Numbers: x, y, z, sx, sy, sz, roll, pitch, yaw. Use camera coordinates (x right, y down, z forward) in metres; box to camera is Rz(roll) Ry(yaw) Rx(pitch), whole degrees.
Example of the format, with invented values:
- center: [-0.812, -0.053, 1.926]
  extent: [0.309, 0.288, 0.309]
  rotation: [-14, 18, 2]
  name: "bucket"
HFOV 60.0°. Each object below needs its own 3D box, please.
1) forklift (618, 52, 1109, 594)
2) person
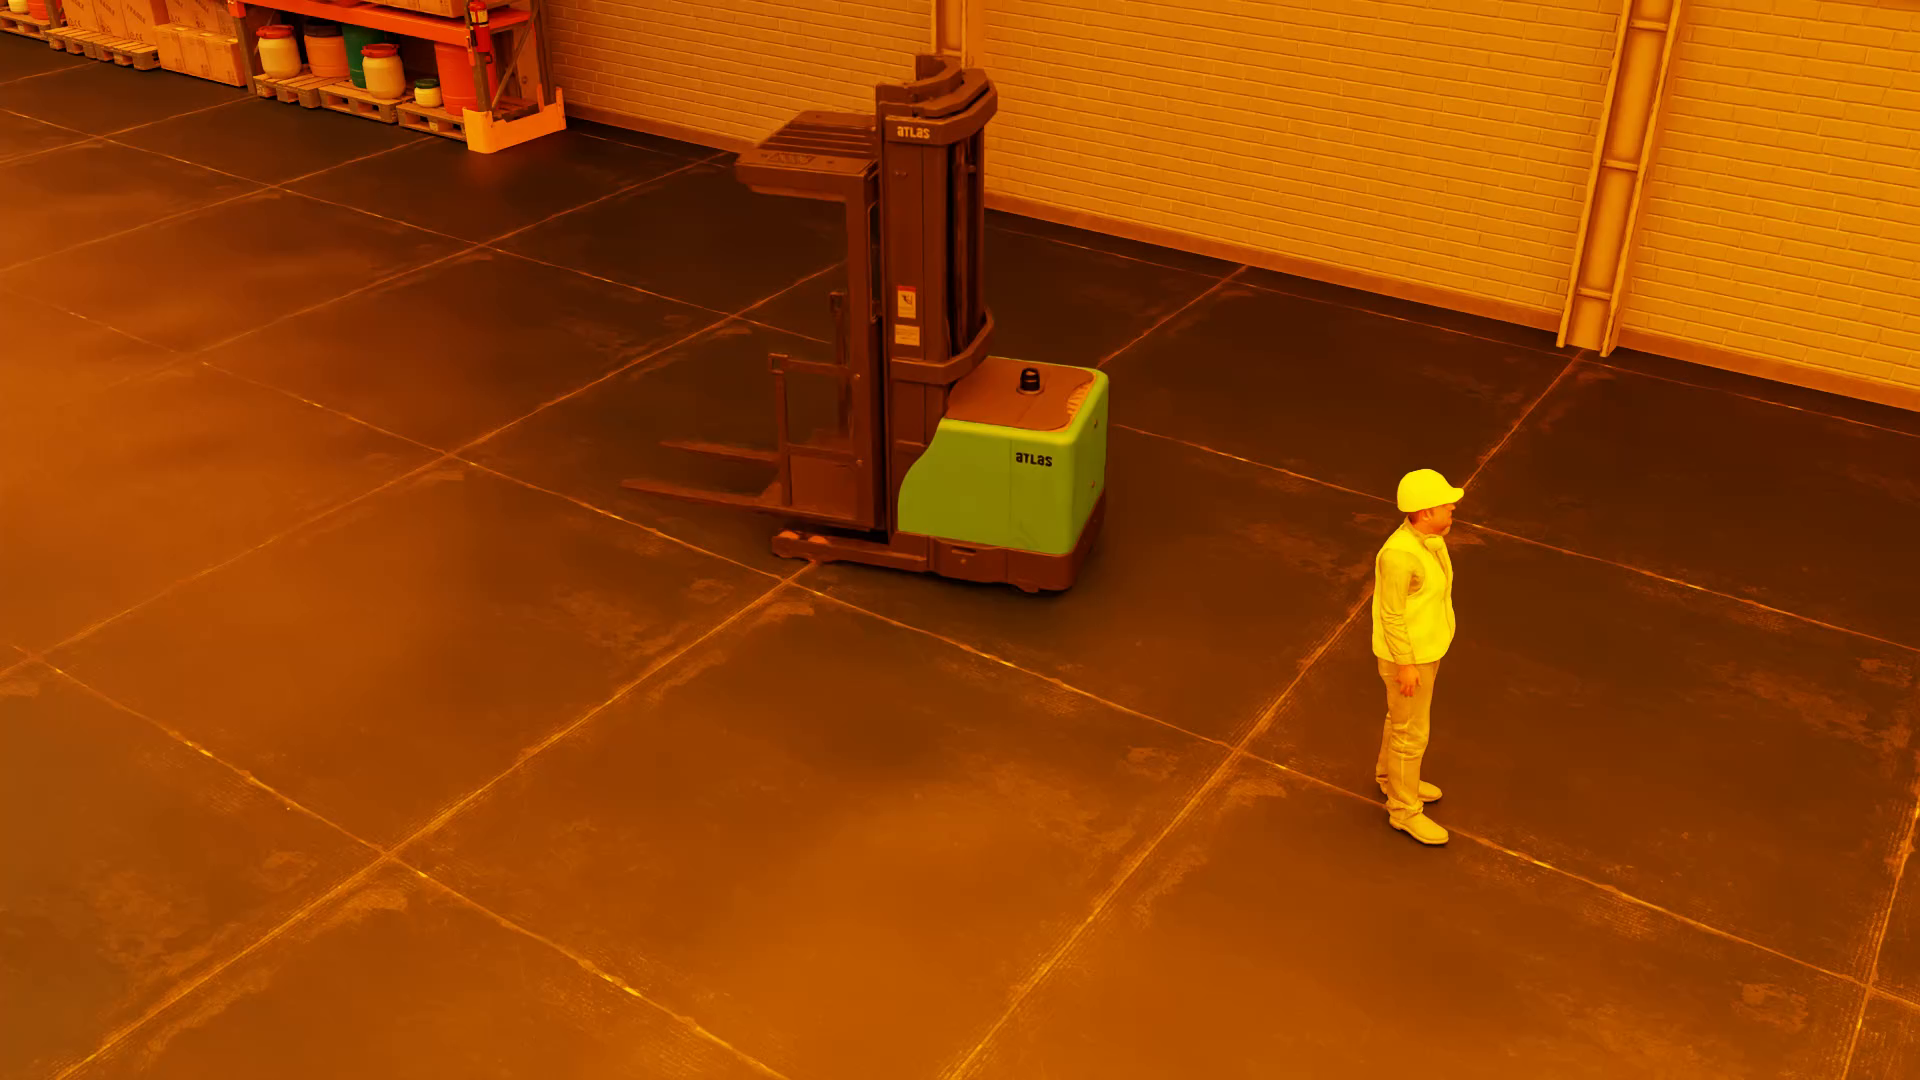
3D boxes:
- center: [-0.655, -1.366, 9.934]
  extent: [3.031, 2.935, 1.130]
  rotation: [9, 31, 15]
  name: "forklift"
- center: [2.207, 0.511, 7.840]
  extent: [0.565, 1.776, 0.634]
  rotation: [15, 33, 24]
  name: "person"
